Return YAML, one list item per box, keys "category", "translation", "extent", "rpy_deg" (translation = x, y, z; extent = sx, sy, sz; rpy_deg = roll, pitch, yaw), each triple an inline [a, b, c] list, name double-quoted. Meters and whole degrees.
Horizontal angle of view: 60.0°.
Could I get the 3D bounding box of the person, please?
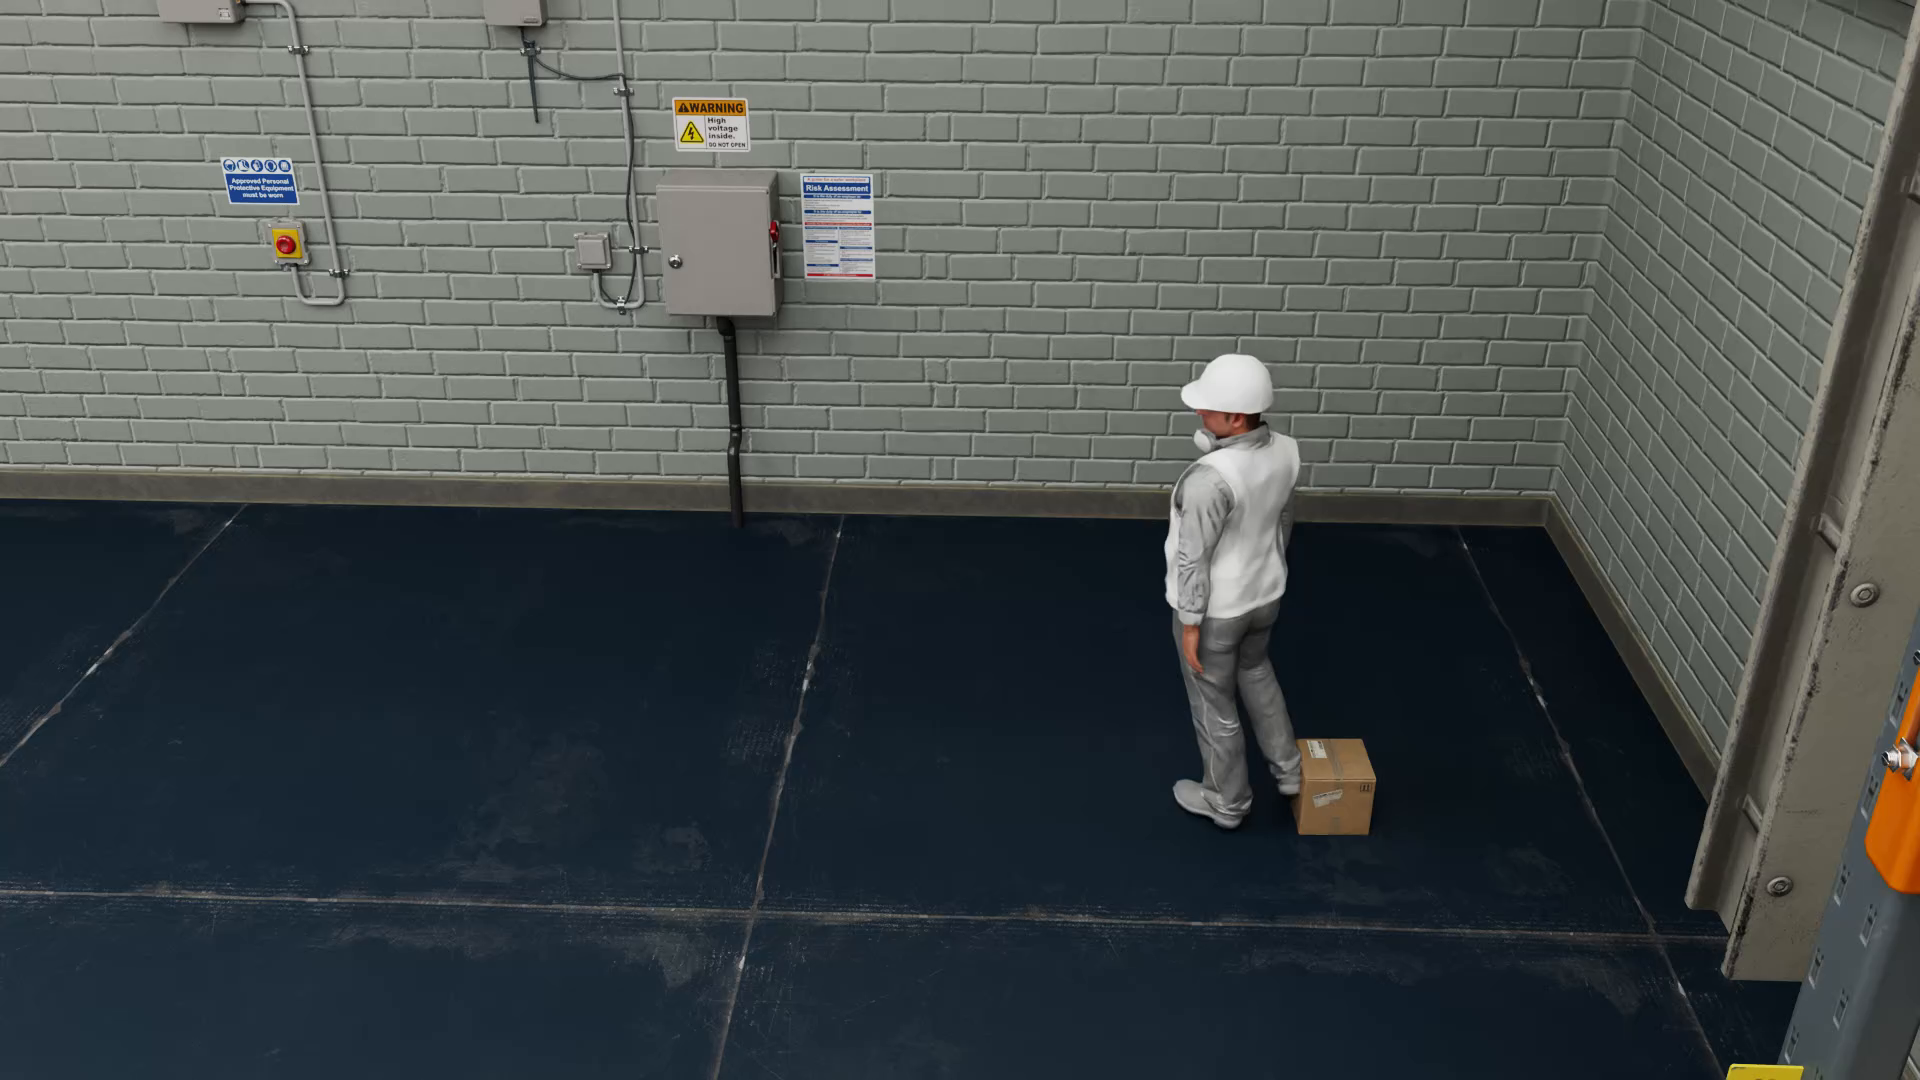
- category: "person"
  translation: [0.988, 0.186, 5.701]
  extent: [0.694, 1.764, 0.473]
  rpy_deg: [-21, 34, -34]
